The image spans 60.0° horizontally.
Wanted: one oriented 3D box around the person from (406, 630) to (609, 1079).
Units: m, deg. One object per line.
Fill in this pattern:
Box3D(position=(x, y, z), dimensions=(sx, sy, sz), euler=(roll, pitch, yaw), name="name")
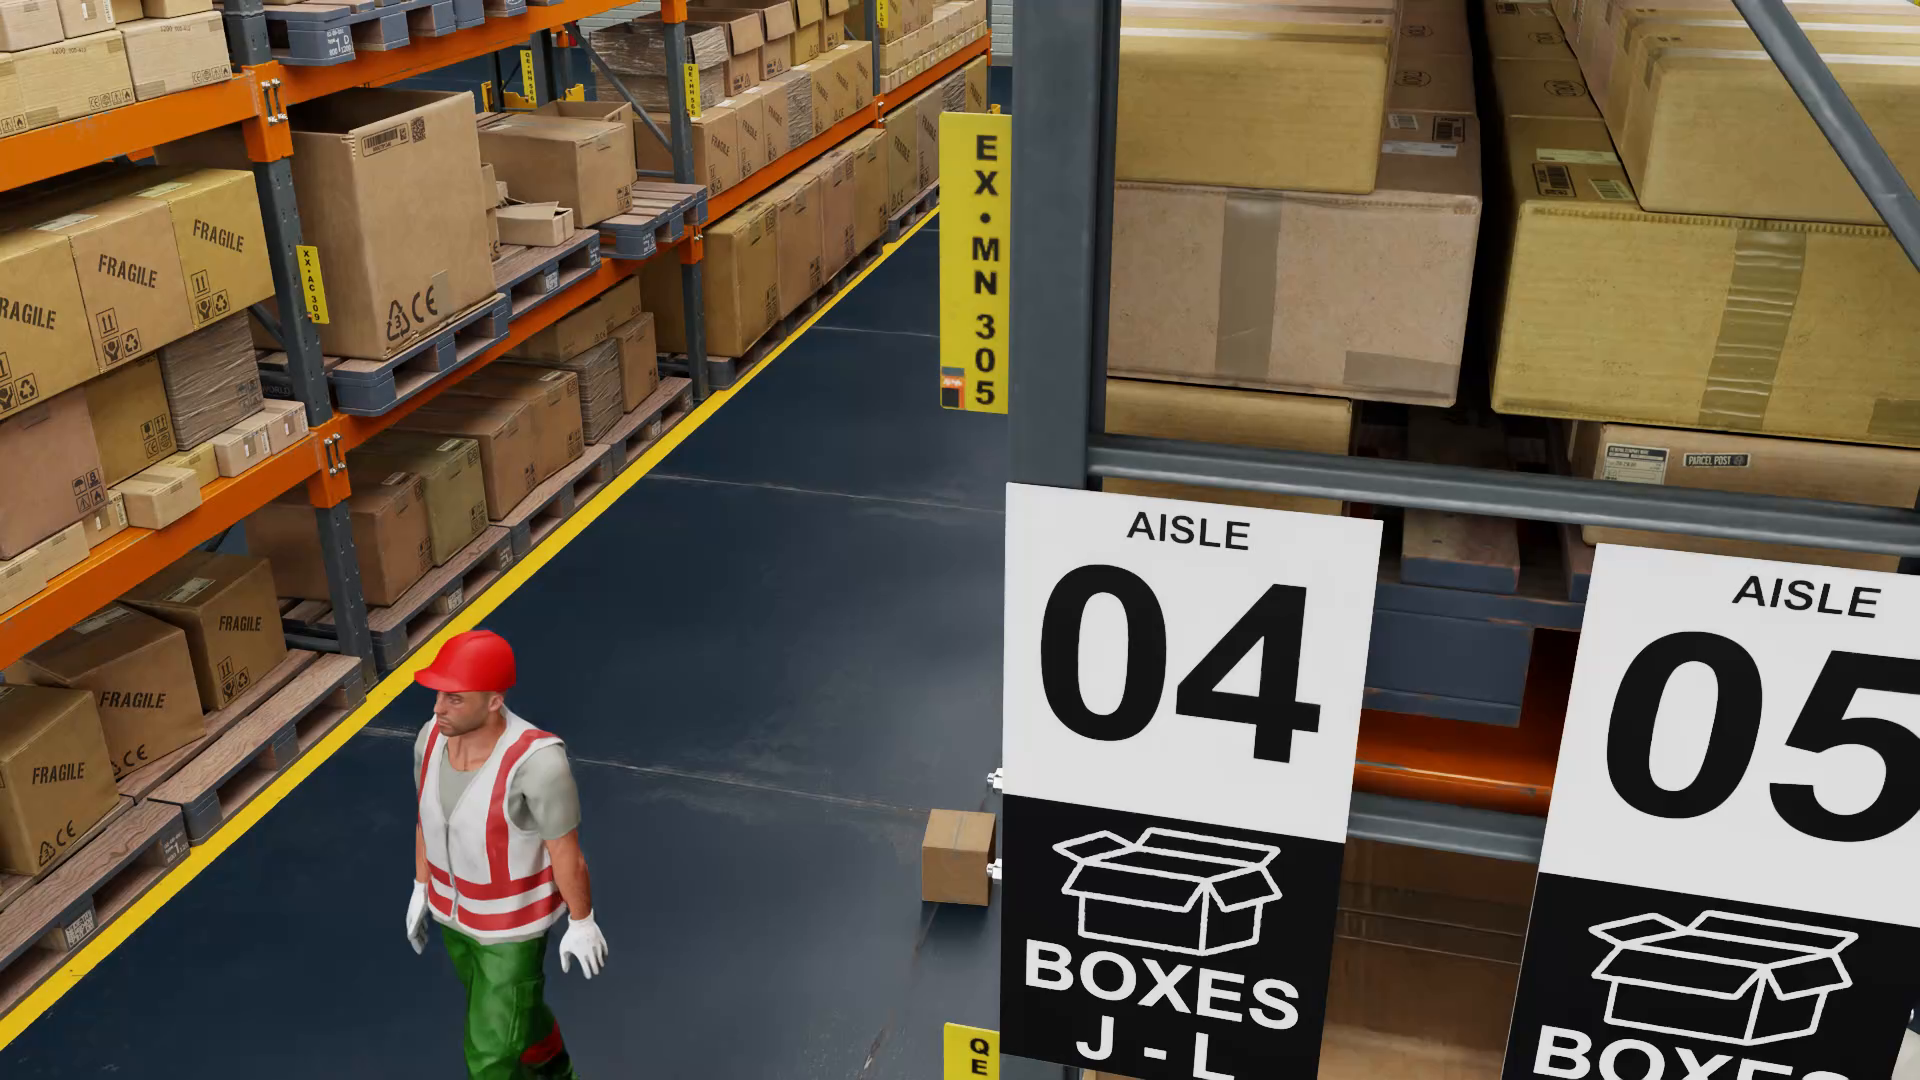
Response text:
Box3D(position=(-1.324, 1.101, 4.733), dimensions=(0.588, 1.843, 0.519), euler=(15, 29, 30), name="person")
